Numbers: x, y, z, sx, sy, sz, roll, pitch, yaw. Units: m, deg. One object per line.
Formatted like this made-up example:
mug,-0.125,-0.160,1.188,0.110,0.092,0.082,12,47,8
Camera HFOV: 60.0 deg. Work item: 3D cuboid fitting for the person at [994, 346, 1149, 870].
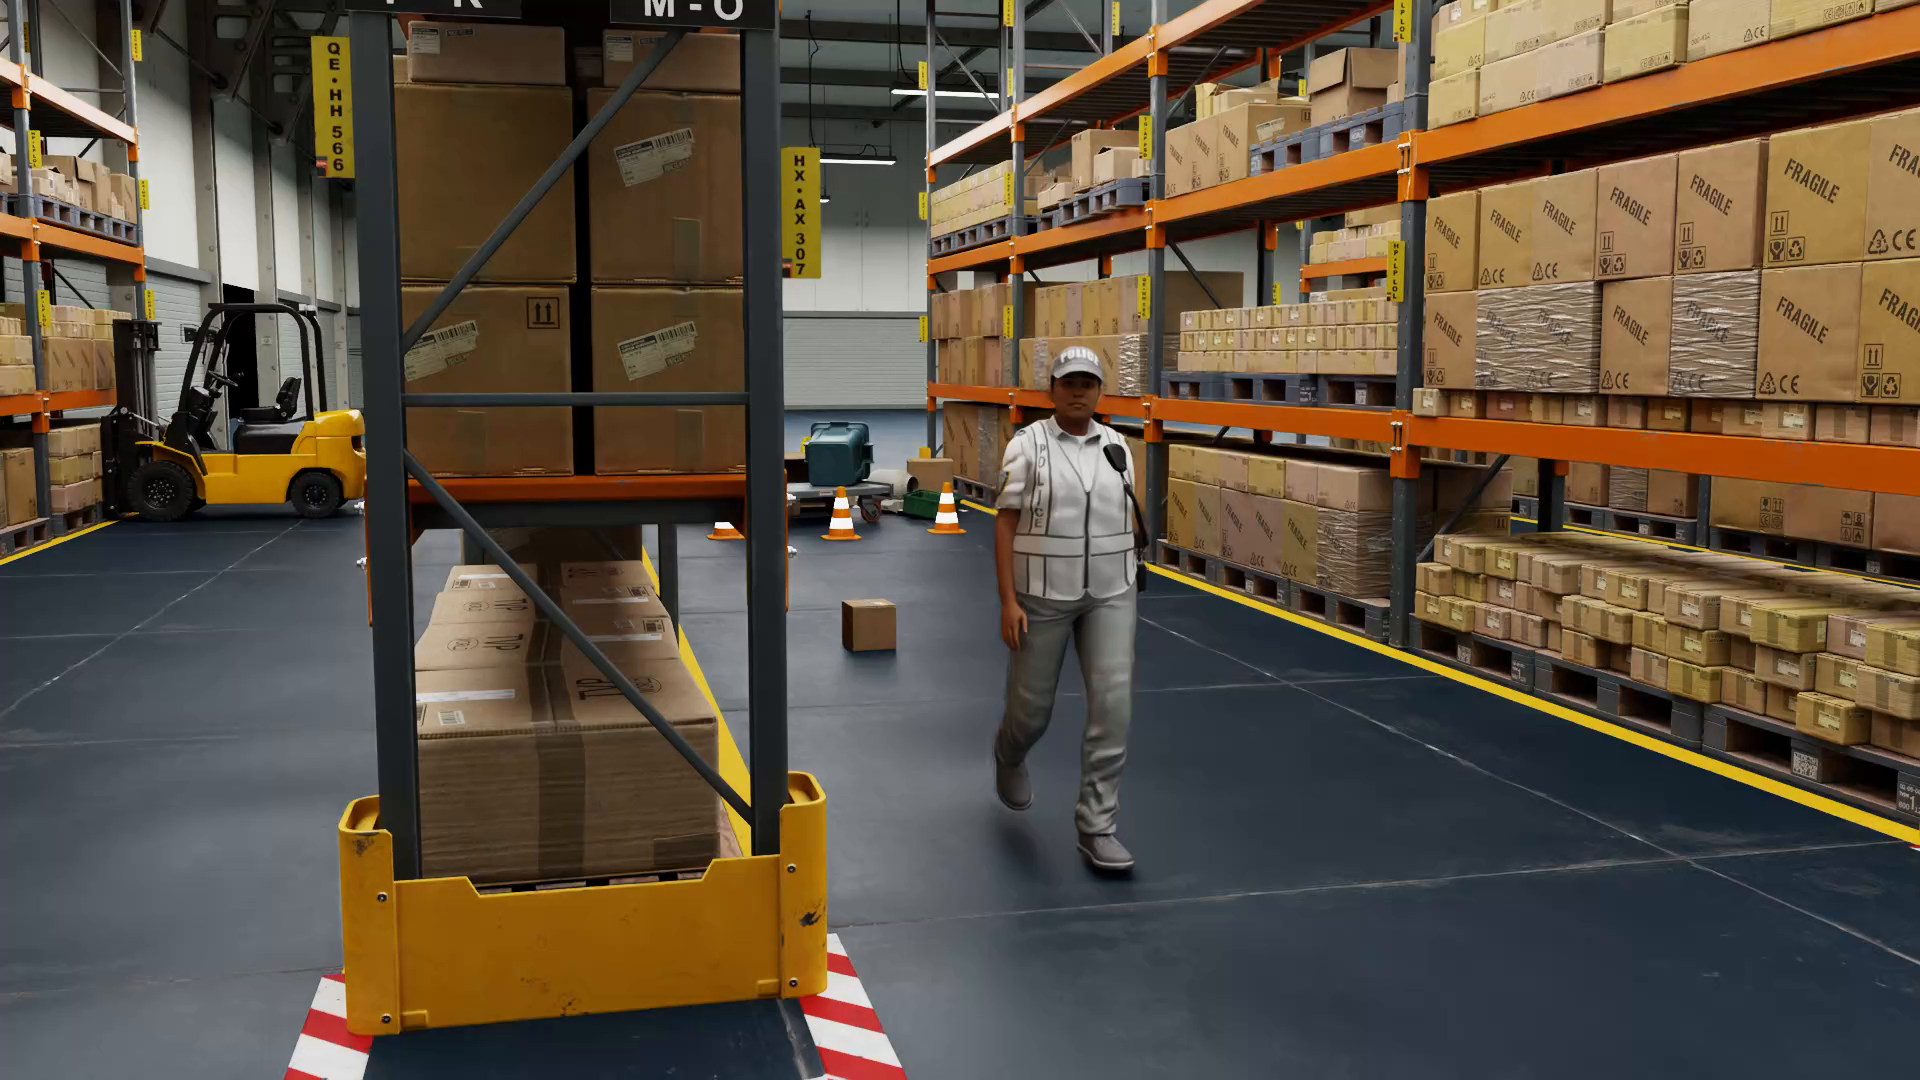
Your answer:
person,0.352,0.184,5.447,0.498,1.627,0.828,-1,6,-9
